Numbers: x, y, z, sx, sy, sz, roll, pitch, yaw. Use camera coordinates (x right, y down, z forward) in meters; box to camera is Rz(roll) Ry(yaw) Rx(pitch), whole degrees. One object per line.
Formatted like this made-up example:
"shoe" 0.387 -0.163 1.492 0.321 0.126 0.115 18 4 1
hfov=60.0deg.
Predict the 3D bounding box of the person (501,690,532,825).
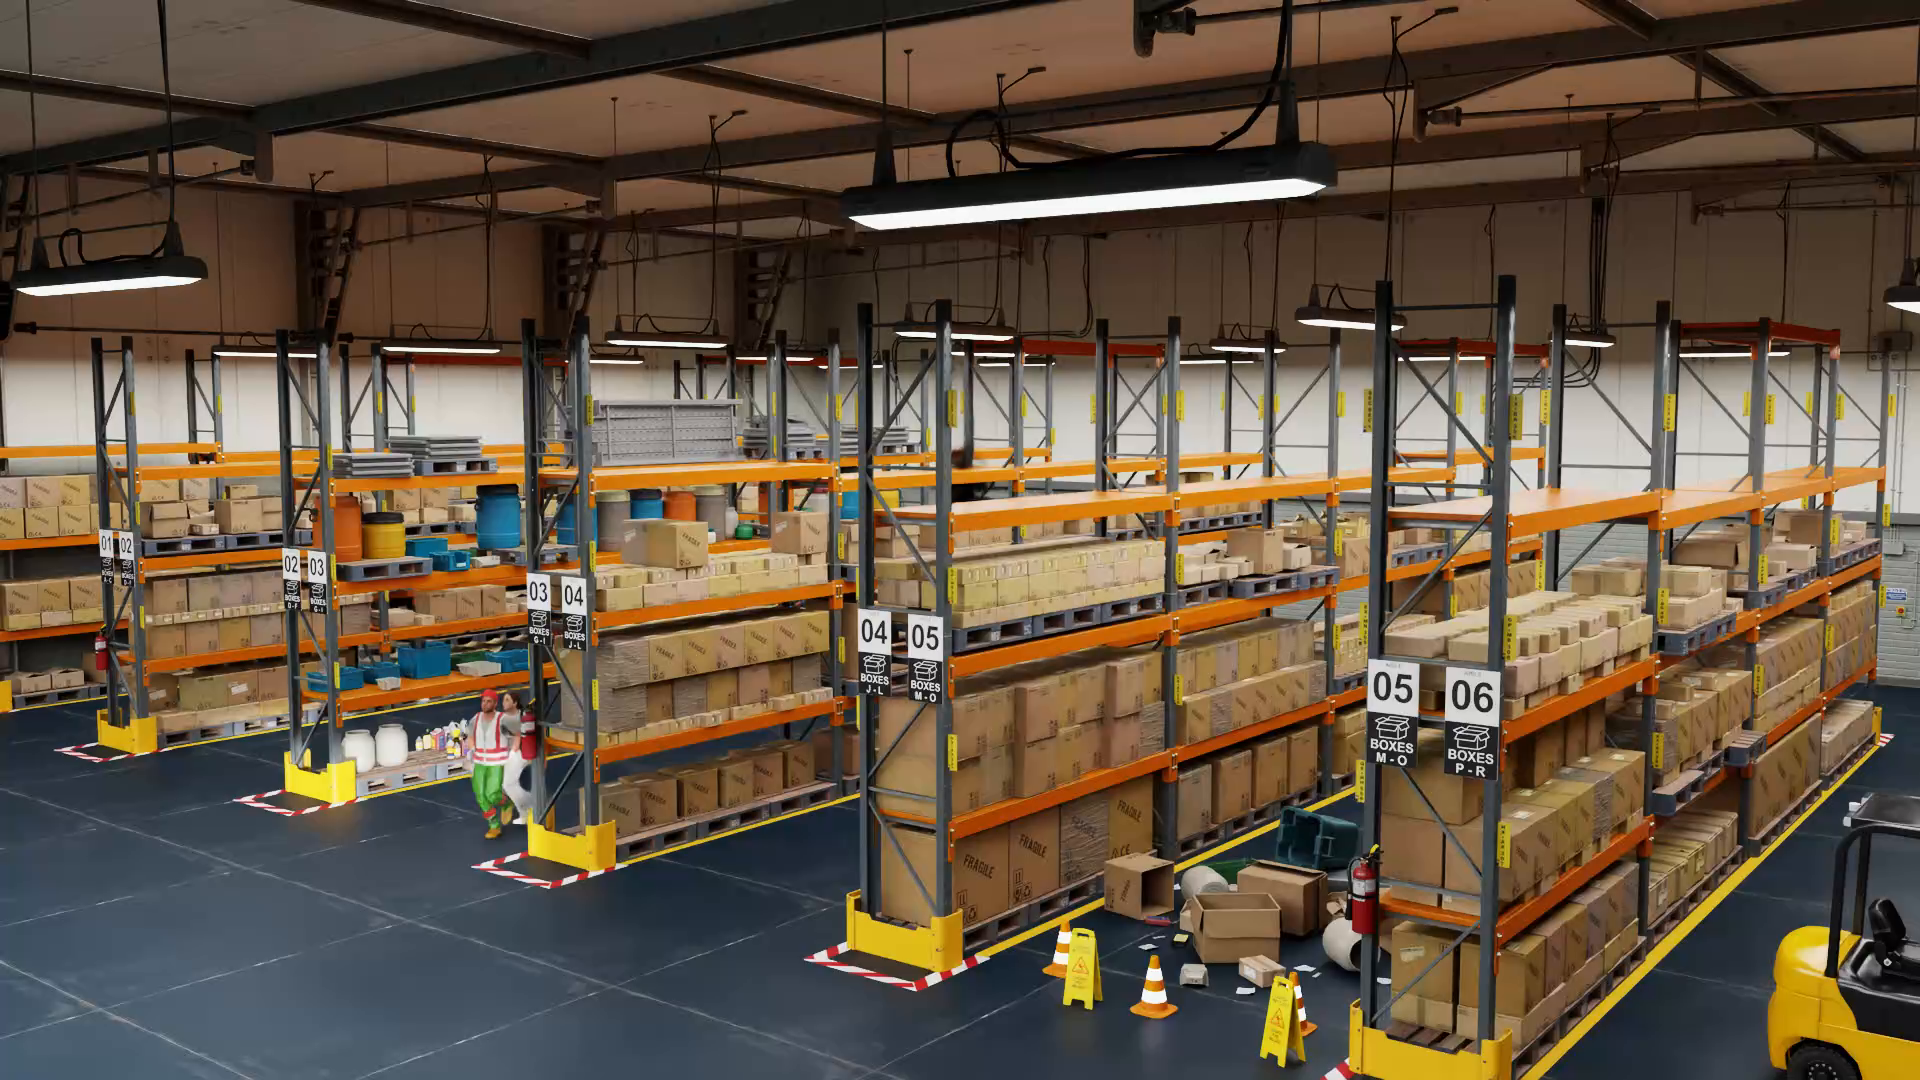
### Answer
"person" -5.338 2.608 19.882 0.563 1.628 0.618 4 7 40

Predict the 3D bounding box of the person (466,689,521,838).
"person" -5.492 2.611 19.403 0.655 1.742 0.558 1 5 11

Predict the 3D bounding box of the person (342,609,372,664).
"person" -10.763 1.722 29.341 0.664 1.852 0.776 3 6 31
